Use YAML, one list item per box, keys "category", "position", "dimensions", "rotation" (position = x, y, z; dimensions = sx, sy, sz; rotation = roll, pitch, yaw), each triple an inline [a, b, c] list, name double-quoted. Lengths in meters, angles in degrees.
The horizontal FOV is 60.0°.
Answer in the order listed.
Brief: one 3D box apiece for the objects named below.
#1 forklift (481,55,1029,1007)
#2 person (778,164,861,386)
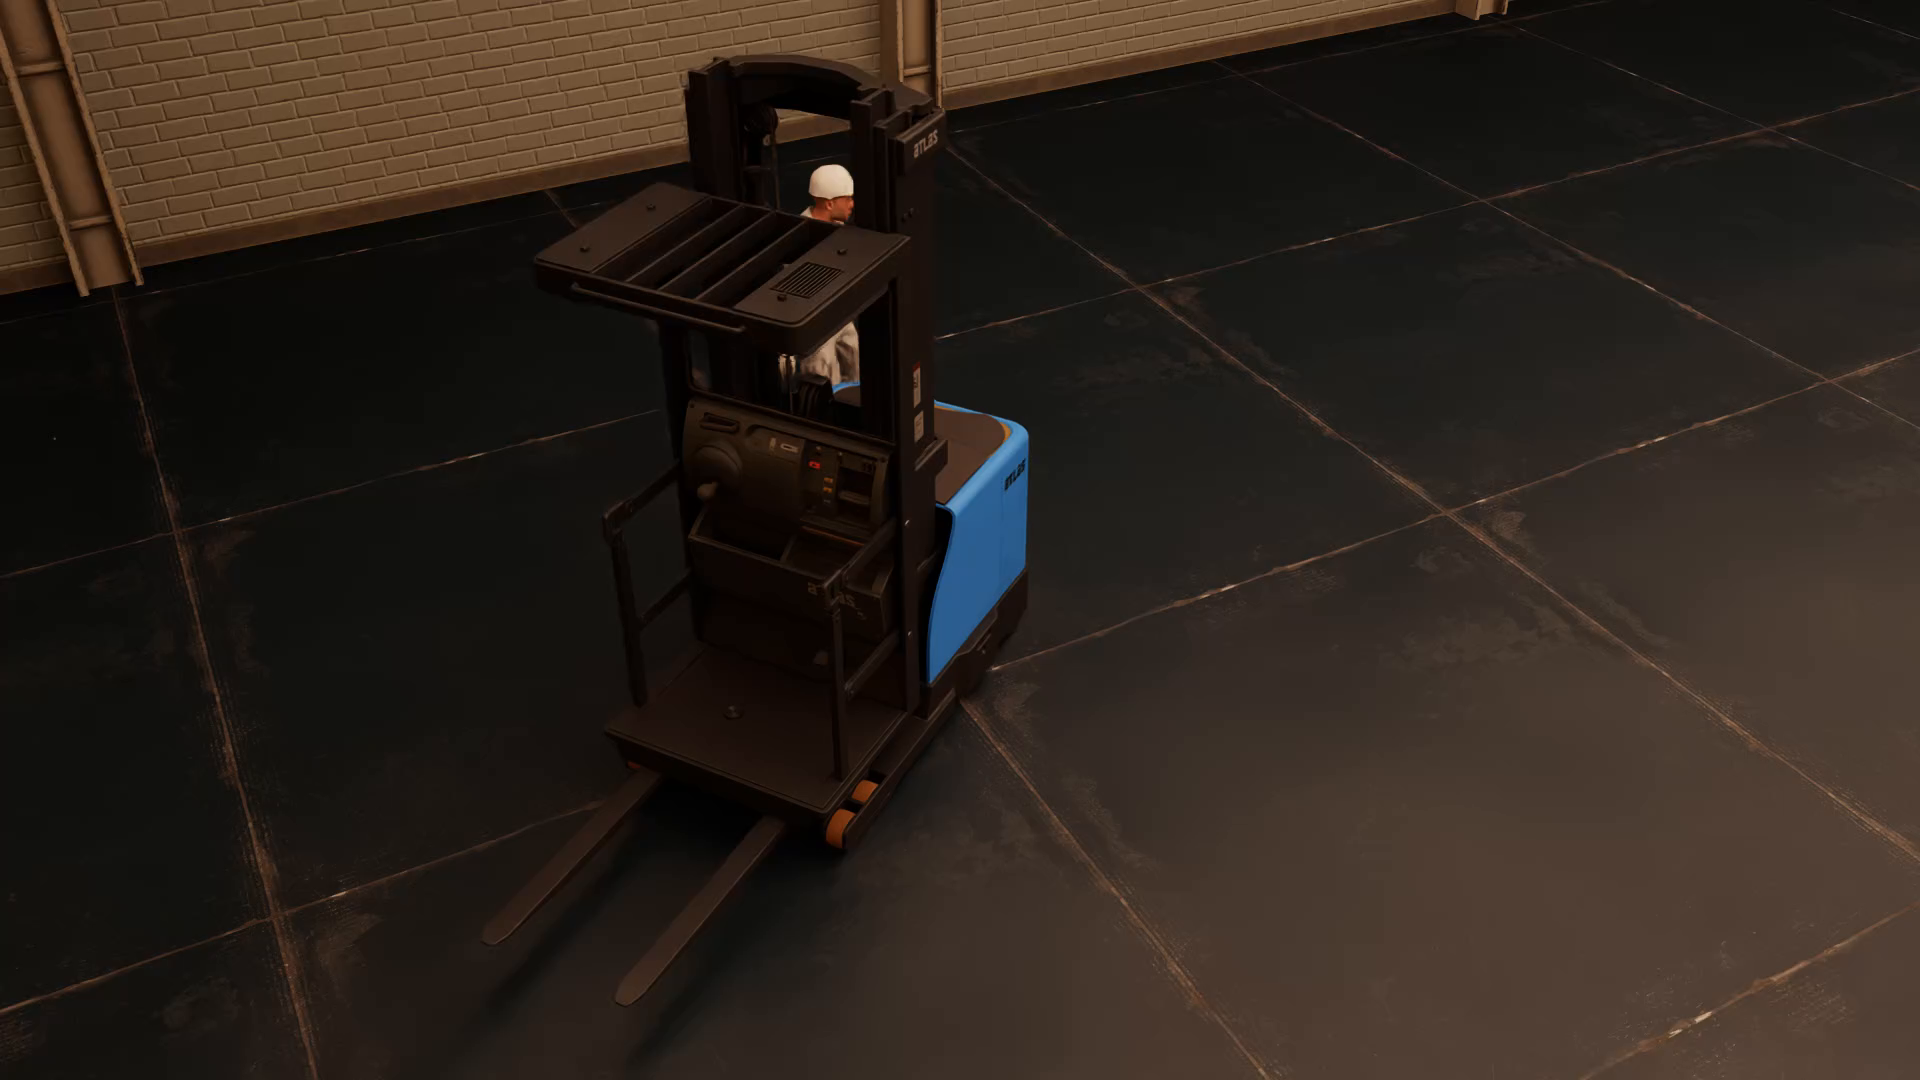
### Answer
- category: "forklift"
  position: [-0.794, -0.216, 6.429]
  dimensions: [1.130, 2.935, 3.031]
  rotation: [17, 38, 22]
- category: "person"
  position: [-0.688, -1.130, 8.682]
  dimensions: [0.428, 1.748, 0.865]
  rotation: [10, 36, 13]
